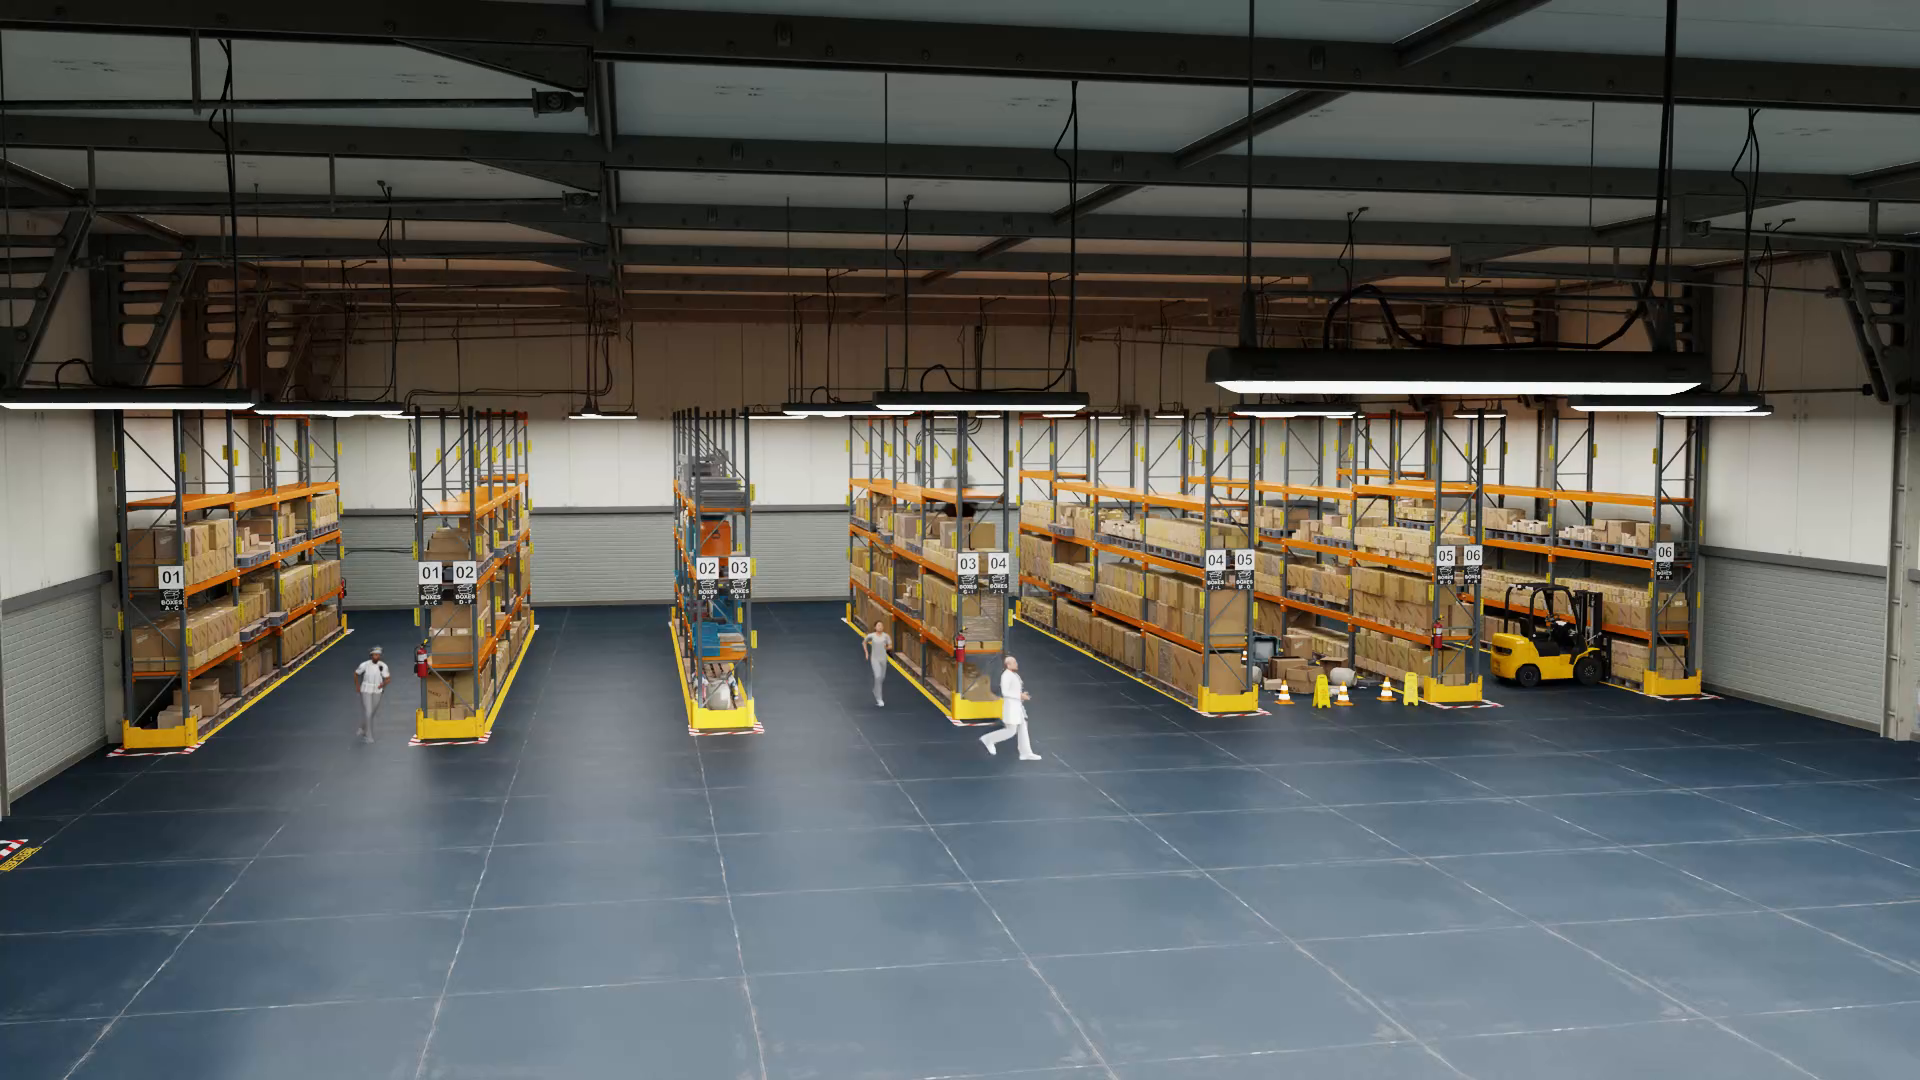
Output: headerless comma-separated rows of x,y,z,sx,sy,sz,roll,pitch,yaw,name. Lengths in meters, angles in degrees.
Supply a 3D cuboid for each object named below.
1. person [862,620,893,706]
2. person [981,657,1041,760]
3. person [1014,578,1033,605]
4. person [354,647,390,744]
-1.653,2.469,33.765,0.546,1.701,0.879,-2,4,-23,person
0.870,2.835,27.994,1.031,1.756,0.712,1,4,15,person
1.929,1.331,49.750,0.596,1.758,0.681,-2,4,-25,person
-10.578,2.766,29.954,0.594,1.704,0.802,-3,5,-37,person
